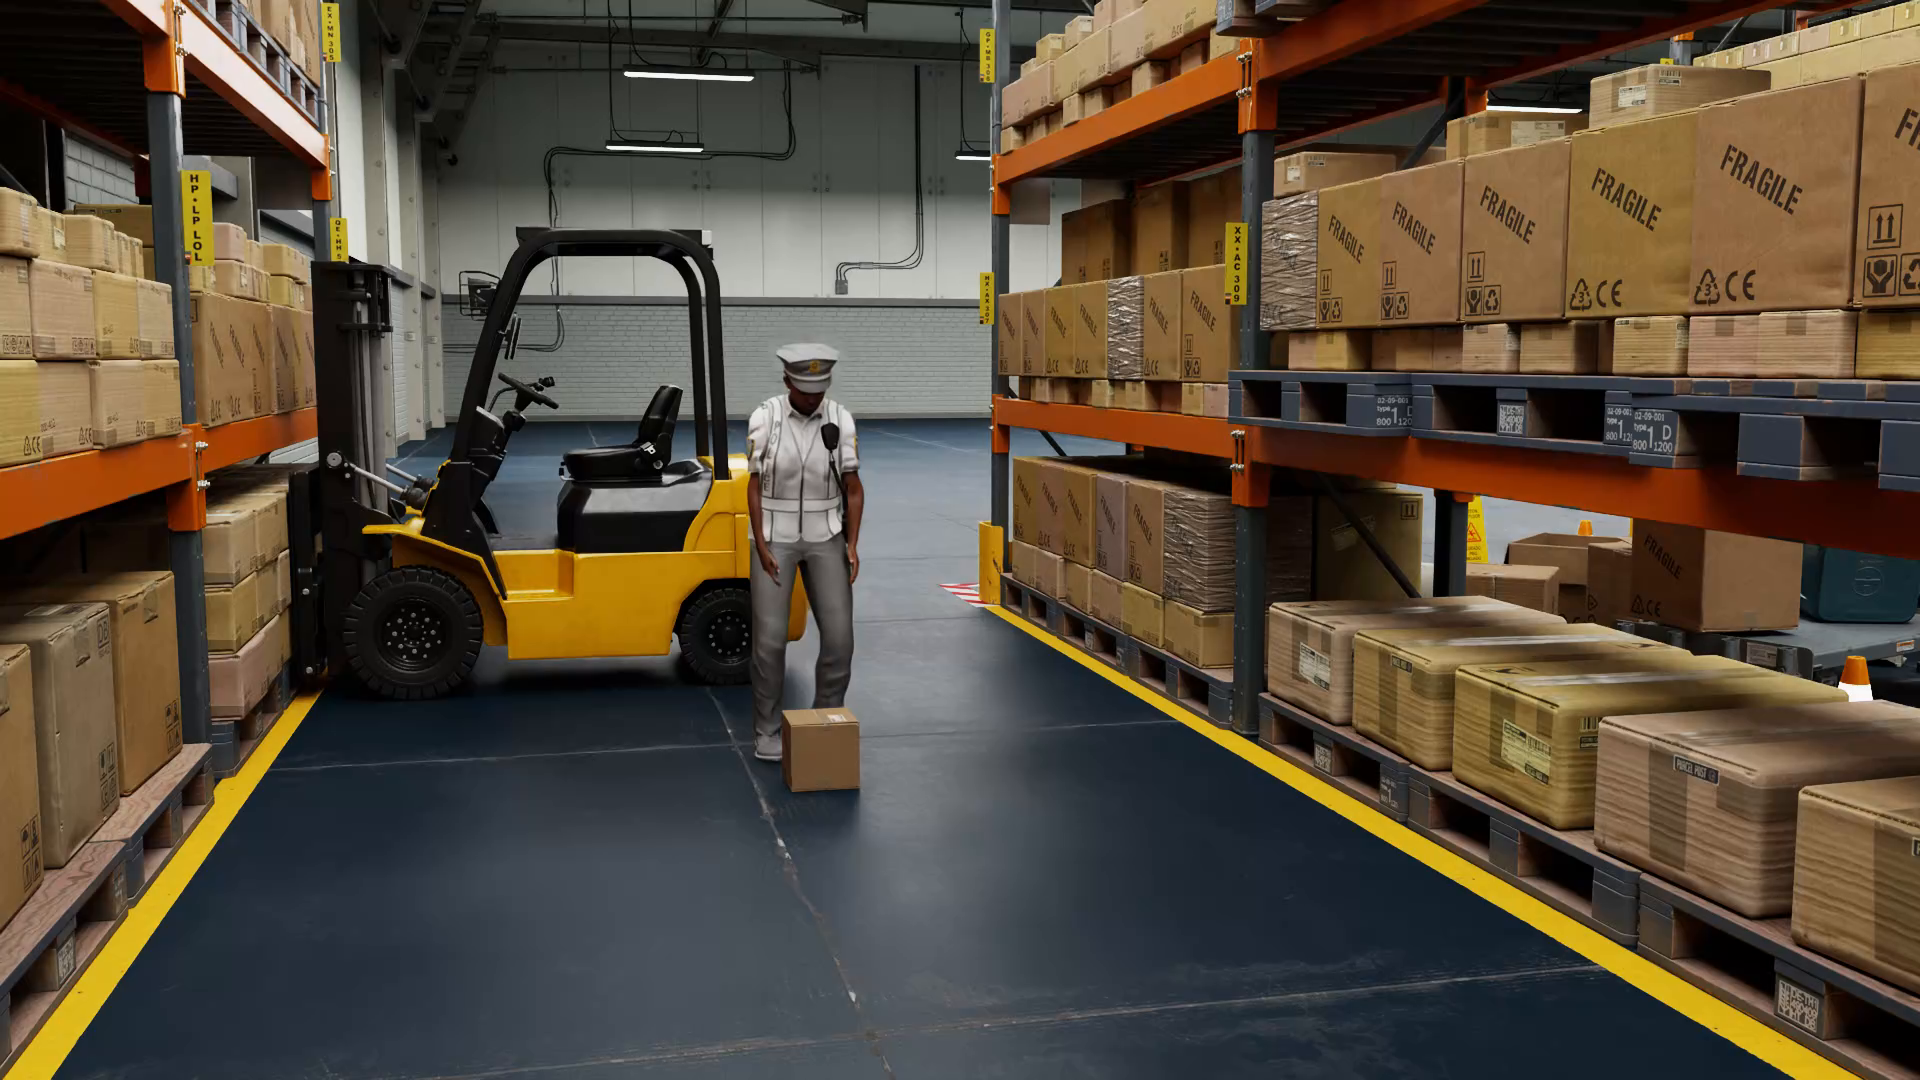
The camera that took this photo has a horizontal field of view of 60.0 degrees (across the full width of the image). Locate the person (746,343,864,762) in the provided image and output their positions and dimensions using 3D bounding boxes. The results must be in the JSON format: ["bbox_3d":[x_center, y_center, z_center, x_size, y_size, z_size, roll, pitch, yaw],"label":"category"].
[{"bbox_3d":[-0.602,0.045,6.514,0.457,1.624,0.442,-1,6,-12],"label":"person"}]
